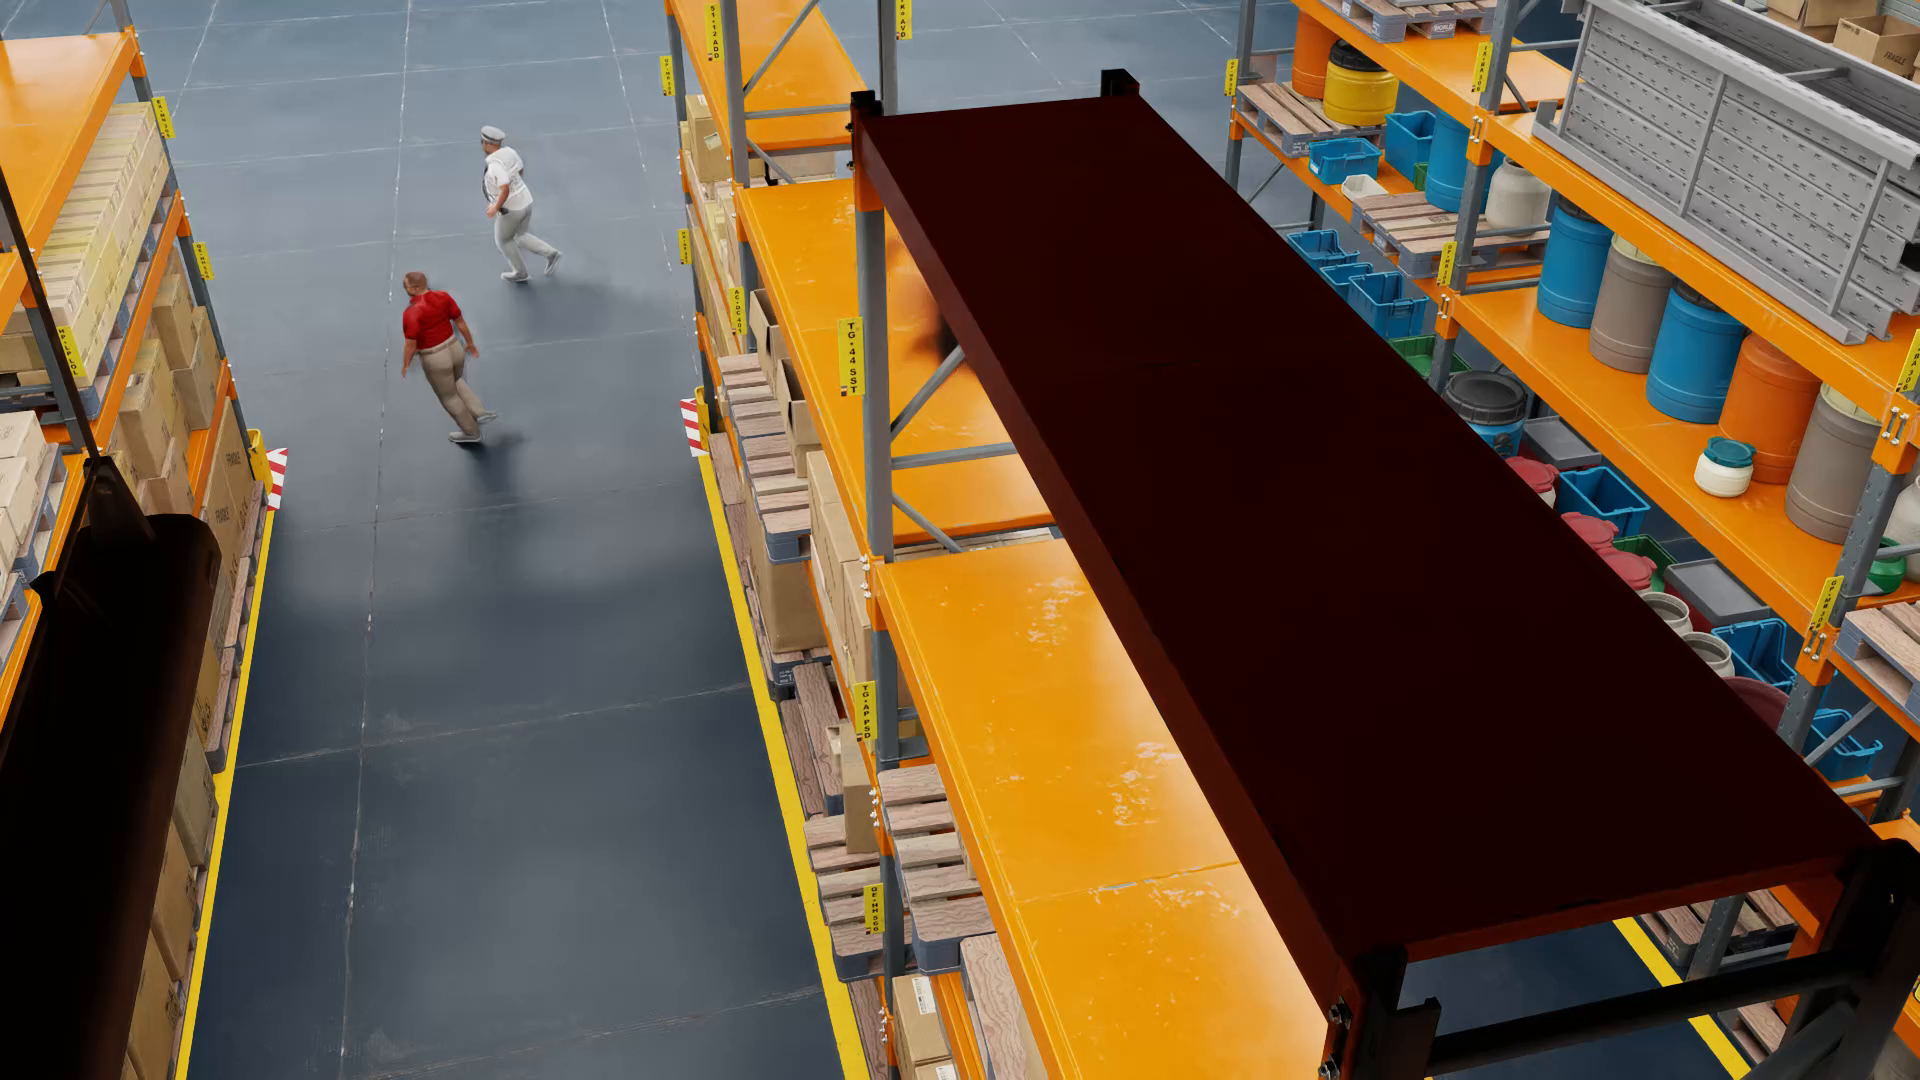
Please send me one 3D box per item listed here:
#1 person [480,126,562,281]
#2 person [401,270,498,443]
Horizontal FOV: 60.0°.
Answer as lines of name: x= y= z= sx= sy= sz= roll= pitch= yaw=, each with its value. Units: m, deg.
person: x=-4.748 y=-3.584 z=17.825 sx=0.772 sy=1.727 sz=0.663 roll=7 pitch=35 yaw=10
person: x=-4.657 y=-1.642 z=14.993 sx=0.532 sy=1.703 sz=0.684 roll=17 pitch=38 yaw=23
